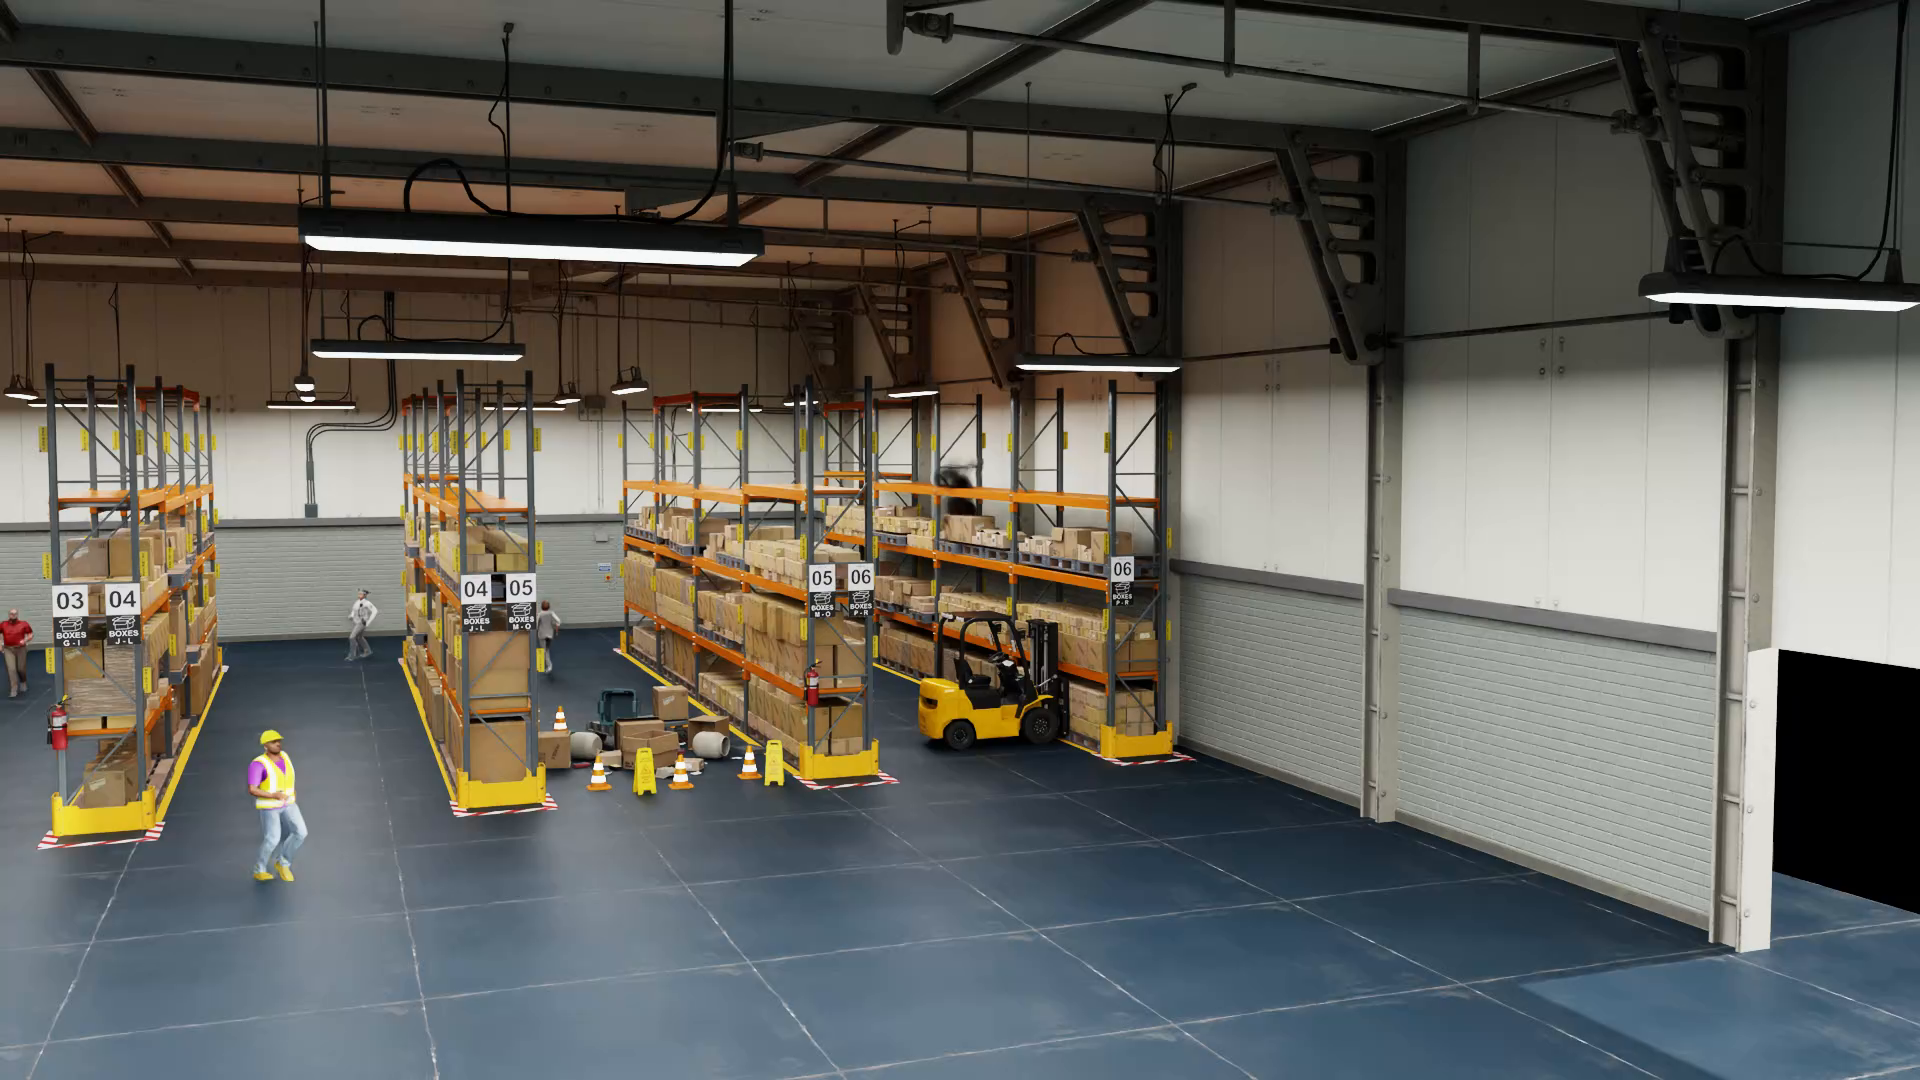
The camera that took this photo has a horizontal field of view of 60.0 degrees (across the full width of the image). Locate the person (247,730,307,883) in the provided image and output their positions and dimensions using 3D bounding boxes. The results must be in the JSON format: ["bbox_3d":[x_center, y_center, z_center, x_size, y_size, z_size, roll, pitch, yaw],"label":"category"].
[{"bbox_3d":[-7.757,3.027,18.879,0.665,1.760,0.699,2,4,28],"label":"person"}]

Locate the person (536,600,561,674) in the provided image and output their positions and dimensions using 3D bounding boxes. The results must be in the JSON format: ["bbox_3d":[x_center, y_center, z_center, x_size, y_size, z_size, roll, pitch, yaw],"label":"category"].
[{"bbox_3d":[-8.875,2.102,35.686,0.519,1.626,0.797,-2,4,-34],"label":"person"}]

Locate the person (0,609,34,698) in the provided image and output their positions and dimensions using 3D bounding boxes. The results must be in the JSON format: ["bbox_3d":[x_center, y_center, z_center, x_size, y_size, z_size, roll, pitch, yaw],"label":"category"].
[{"bbox_3d":[-18.723,2.216,32.938,0.676,1.725,0.854,-2,4,-29],"label":"person"}]

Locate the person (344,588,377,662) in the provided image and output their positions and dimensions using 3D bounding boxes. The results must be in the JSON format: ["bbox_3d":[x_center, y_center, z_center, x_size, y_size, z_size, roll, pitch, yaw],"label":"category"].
[{"bbox_3d":[-13.756,1.942,38.205,0.677,1.698,0.737,3,5,42],"label":"person"}]
